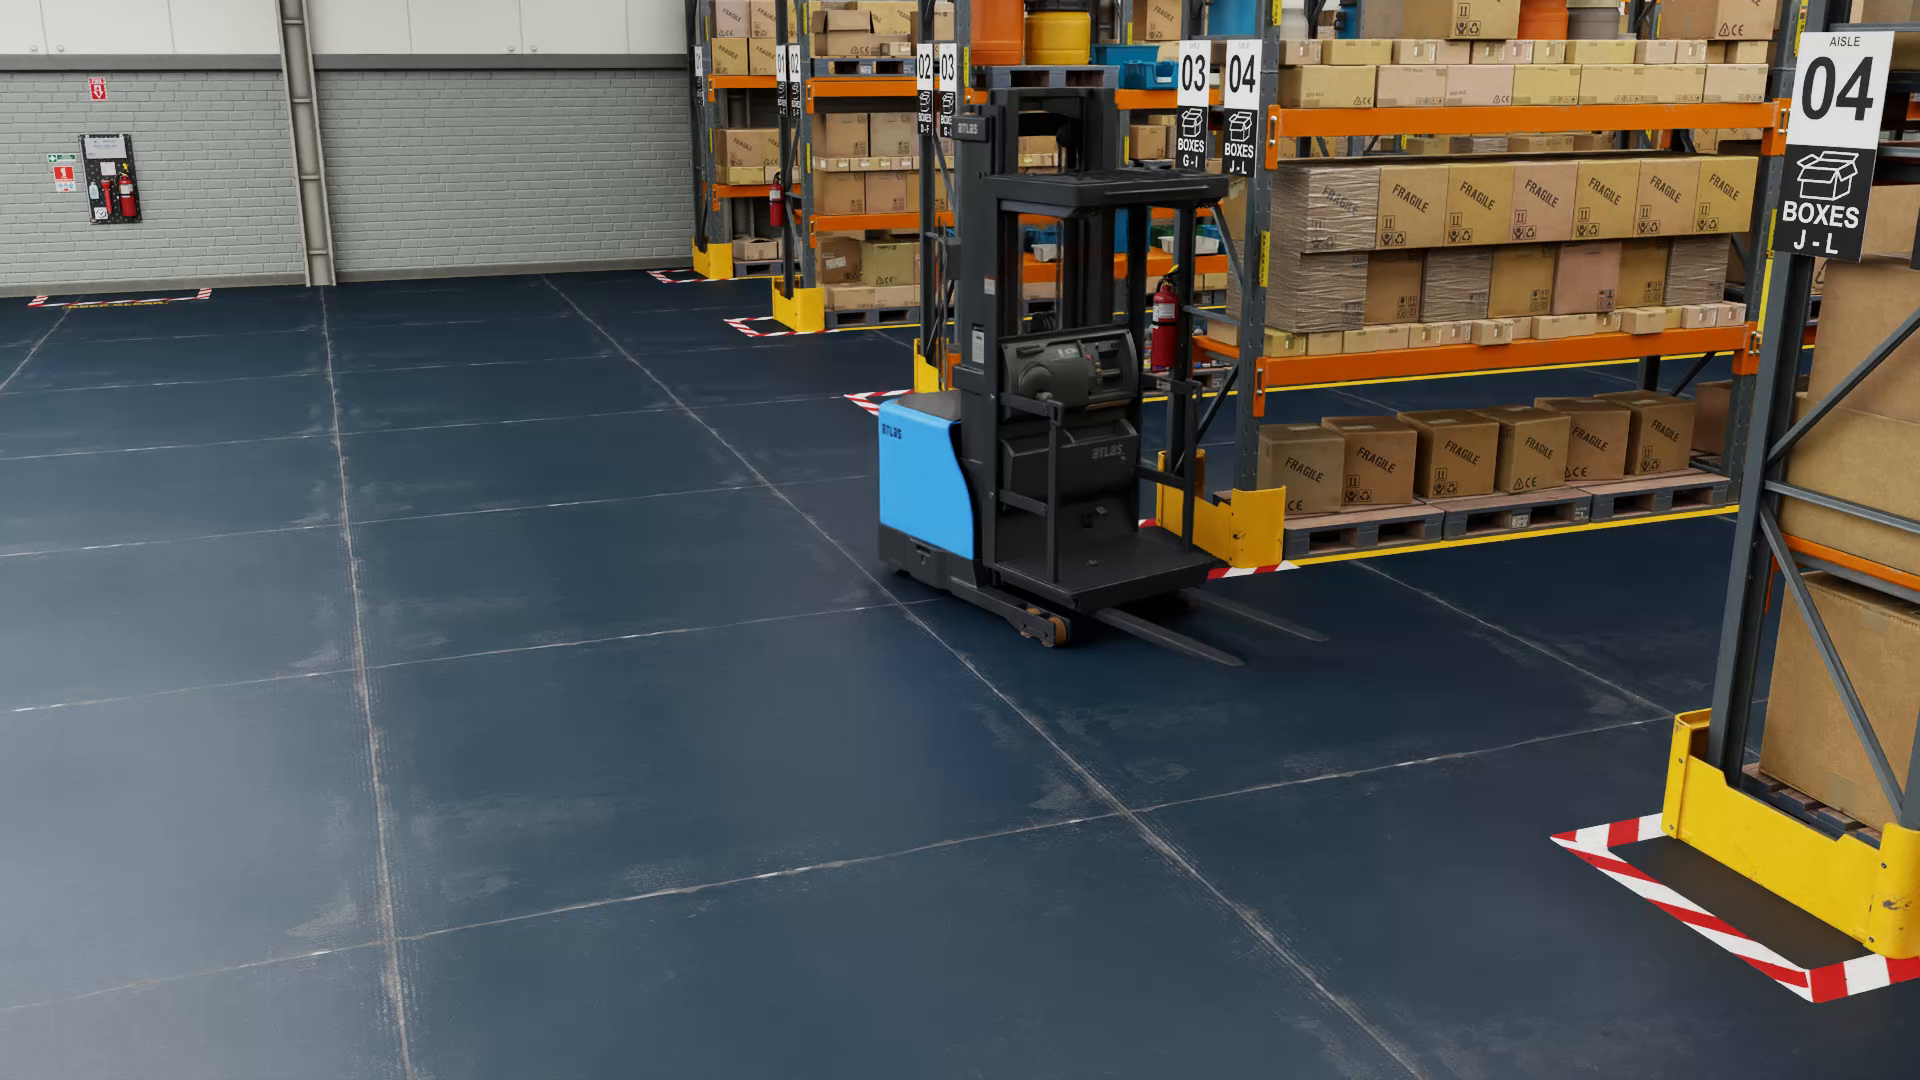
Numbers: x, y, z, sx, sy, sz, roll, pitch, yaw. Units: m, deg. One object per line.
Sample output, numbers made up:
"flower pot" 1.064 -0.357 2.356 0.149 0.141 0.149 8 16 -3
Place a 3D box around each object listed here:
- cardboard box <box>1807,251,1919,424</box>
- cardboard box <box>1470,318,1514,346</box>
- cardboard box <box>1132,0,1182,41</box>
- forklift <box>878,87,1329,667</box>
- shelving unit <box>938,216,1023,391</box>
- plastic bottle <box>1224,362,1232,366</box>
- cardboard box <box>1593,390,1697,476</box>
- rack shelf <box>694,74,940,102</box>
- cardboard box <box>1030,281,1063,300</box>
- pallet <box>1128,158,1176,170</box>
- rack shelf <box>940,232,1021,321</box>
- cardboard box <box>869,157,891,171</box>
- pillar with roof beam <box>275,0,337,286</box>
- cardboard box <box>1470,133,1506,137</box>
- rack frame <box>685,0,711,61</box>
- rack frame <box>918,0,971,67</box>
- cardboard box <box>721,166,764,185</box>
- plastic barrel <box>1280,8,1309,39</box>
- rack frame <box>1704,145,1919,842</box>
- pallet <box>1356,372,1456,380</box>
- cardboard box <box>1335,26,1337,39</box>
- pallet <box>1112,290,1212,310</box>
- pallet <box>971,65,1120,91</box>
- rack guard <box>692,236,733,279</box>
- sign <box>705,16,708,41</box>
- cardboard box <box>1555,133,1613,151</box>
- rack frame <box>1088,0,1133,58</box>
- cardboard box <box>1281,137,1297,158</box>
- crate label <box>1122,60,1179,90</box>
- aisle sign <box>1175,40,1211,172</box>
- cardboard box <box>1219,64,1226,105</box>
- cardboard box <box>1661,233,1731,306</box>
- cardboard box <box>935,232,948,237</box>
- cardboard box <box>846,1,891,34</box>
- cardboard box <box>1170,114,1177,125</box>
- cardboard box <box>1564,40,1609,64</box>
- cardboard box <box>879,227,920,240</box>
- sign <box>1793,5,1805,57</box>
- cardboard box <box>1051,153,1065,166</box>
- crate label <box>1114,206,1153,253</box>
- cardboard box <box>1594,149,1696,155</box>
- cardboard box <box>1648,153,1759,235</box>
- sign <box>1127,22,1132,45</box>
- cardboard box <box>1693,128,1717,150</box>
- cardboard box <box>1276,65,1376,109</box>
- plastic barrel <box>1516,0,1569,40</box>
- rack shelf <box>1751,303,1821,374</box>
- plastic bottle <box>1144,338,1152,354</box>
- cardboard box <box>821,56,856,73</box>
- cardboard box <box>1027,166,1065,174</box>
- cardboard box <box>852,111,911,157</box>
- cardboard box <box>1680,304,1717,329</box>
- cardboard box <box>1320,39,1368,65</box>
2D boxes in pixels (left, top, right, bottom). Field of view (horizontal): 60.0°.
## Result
"cardboard box" 3.672 -0.718 6.037 0.550 0.550 0.875 -6 17 -20
"cardboard box" 3.418 -1.387 10.944 0.250 0.149 0.380 -6 17 -20
"cardboard box" 2.415 -6.406 20.457 0.500 0.500 0.500 -6 17 -19
"forklift" 0.750 -0.972 9.207 1.130 2.935 3.031 -11 20 -34
"shelving unit" 0.127 -1.056 10.968 0.503 2.100 0.431 -2 16 -6
"plastic bottle" 2.615 -1.870 16.062 0.185 0.351 0.144 -6 17 -20
"cardboard box" 4.978 -0.792 12.161 0.500 0.500 0.500 -7 18 -22
"rack shelf" -1.819 -6.621 24.276 4.000 0.370 1.077 -6 17 -20
"cardboard box" 1.000 -3.156 20.657 0.500 0.250 0.500 -6 17 -20
"pallet" 3.157 -5.940 26.344 1.003 0.211 1.213 -6 17 -20
"rack shelf" 0.127 -1.715 10.774 0.480 0.518 0.431 -2 16 -6
"cardboard box" -0.988 -4.417 19.487 0.250 0.149 0.380 -6 17 -20
"pillar with roof beam" -7.404 -6.765 18.163 0.400 9.000 9.100 -6 17 -20
"cardboard box" 8.715 -6.802 28.405 0.700 0.700 0.980 -7 18 -21
"rack frame" -3.686 -8.204 23.065 0.127 3.000 1.000 -6 17 -20
"rack frame" -0.141 -5.598 14.189 0.127 3.000 1.000 -6 17 -20
"cardboard box" -3.117 -5.229 23.812 0.500 0.250 0.500 -7 18 -22
"plastic barrel" 3.122 -4.825 15.938 0.421 0.512 0.421 0 16 0
"rack frame" 3.312 -0.101 6.118 0.127 3.000 1.000 -6 17 -20
"pallet" 4.313 -1.874 17.105 1.213 0.211 1.003 -6 17 -20
"cardboard box" 6.162 -8.101 27.079 0.500 0.500 0.700 -7 18 -21
"pallet" 2.499 -3.173 21.527 1.213 0.211 1.003 -6 17 -20
"pallet" 0.666 -4.125 14.834 1.213 0.211 1.003 -6 17 -20
"rack guard" -3.615 -4.134 24.289 0.348 0.500 1.175 -6 17 -20
"sign" -3.492 -7.042 22.878 0.005 0.325 0.100 -6 17 -20
"cardboard box" 8.773 -5.493 23.558 0.500 0.500 0.700 -14 21 -39
"rack frame" 1.825 -7.304 20.001 0.127 3.000 1.000 -6 17 -20
"cardboard box" 5.285 -6.414 26.876 0.500 0.500 0.500 -6 17 -20
"crate label" 1.725 -4.189 14.979 0.408 0.251 0.502 -6 17 -20
"aisle sign" 1.466 -2.736 10.478 0.004 0.787 0.394 -6 17 -20
"cardboard box" 1.990 -2.899 10.588 0.500 0.250 0.500 -6 17 -19
"cardboard box" 4.924 -1.981 11.815 0.500 0.500 0.875 -6 17 -20
"cardboard box" -0.120 -3.552 20.673 0.500 0.500 0.500 -6 17 -20
"cardboard box" -1.314 -7.470 23.902 0.500 0.500 0.500 -7 18 -22
"cardboard box" 3.473 -6.660 26.344 0.250 0.149 0.380 -9 18 -27
"cardboard box" 3.937 -3.135 10.684 0.250 0.149 0.380 -5 17 -17
"cardboard box" -0.906 -4.626 25.182 0.500 0.500 0.500 -8 18 -24
"sign" 5.568 -3.365 10.991 0.005 0.325 0.100 -6 17 -20
"cardboard box" 1.173 -4.650 20.280 0.250 0.149 0.380 -7 18 -22
"crate label" 1.481 -2.993 15.903 0.616 0.435 0.502 -6 17 -20
"cardboard box" 4.855 -2.511 11.846 0.500 0.500 0.500 -6 17 -20
"cardboard box" 5.045 -2.372 11.372 0.500 0.500 0.500 -6 17 -20
"sign" 2.025 -6.005 19.843 0.005 0.325 0.100 -6 17 -20
"cardboard box" 10.318 -5.786 23.525 0.500 0.500 0.500 -7 18 -22
"cardboard box" 2.173 -2.764 10.129 0.500 0.250 0.500 -6 17 -18
"plastic barrel" 5.874 -5.079 16.985 0.708 0.830 0.600 -6 17 -20
"rack shelf" 7.234 -1.676 12.758 4.000 0.370 1.077 -6 17 -20
"plastic bottle" 1.854 -1.889 16.394 0.097 0.201 0.097 0 16 0
"cardboard box" -1.794 -6.948 23.899 0.500 0.500 0.500 -5 17 -17
"cardboard box" 0.923 -4.373 20.488 0.500 0.500 0.700 -6 18 -21
"cardboard box" -0.931 -4.797 19.629 0.500 0.500 0.700 -7 18 -22
"cardboard box" 5.034 -1.577 11.591 0.250 0.149 0.380 -6 17 -20
"cardboard box" 2.248 -2.942 10.028 0.250 0.149 0.380 -6 17 -19
